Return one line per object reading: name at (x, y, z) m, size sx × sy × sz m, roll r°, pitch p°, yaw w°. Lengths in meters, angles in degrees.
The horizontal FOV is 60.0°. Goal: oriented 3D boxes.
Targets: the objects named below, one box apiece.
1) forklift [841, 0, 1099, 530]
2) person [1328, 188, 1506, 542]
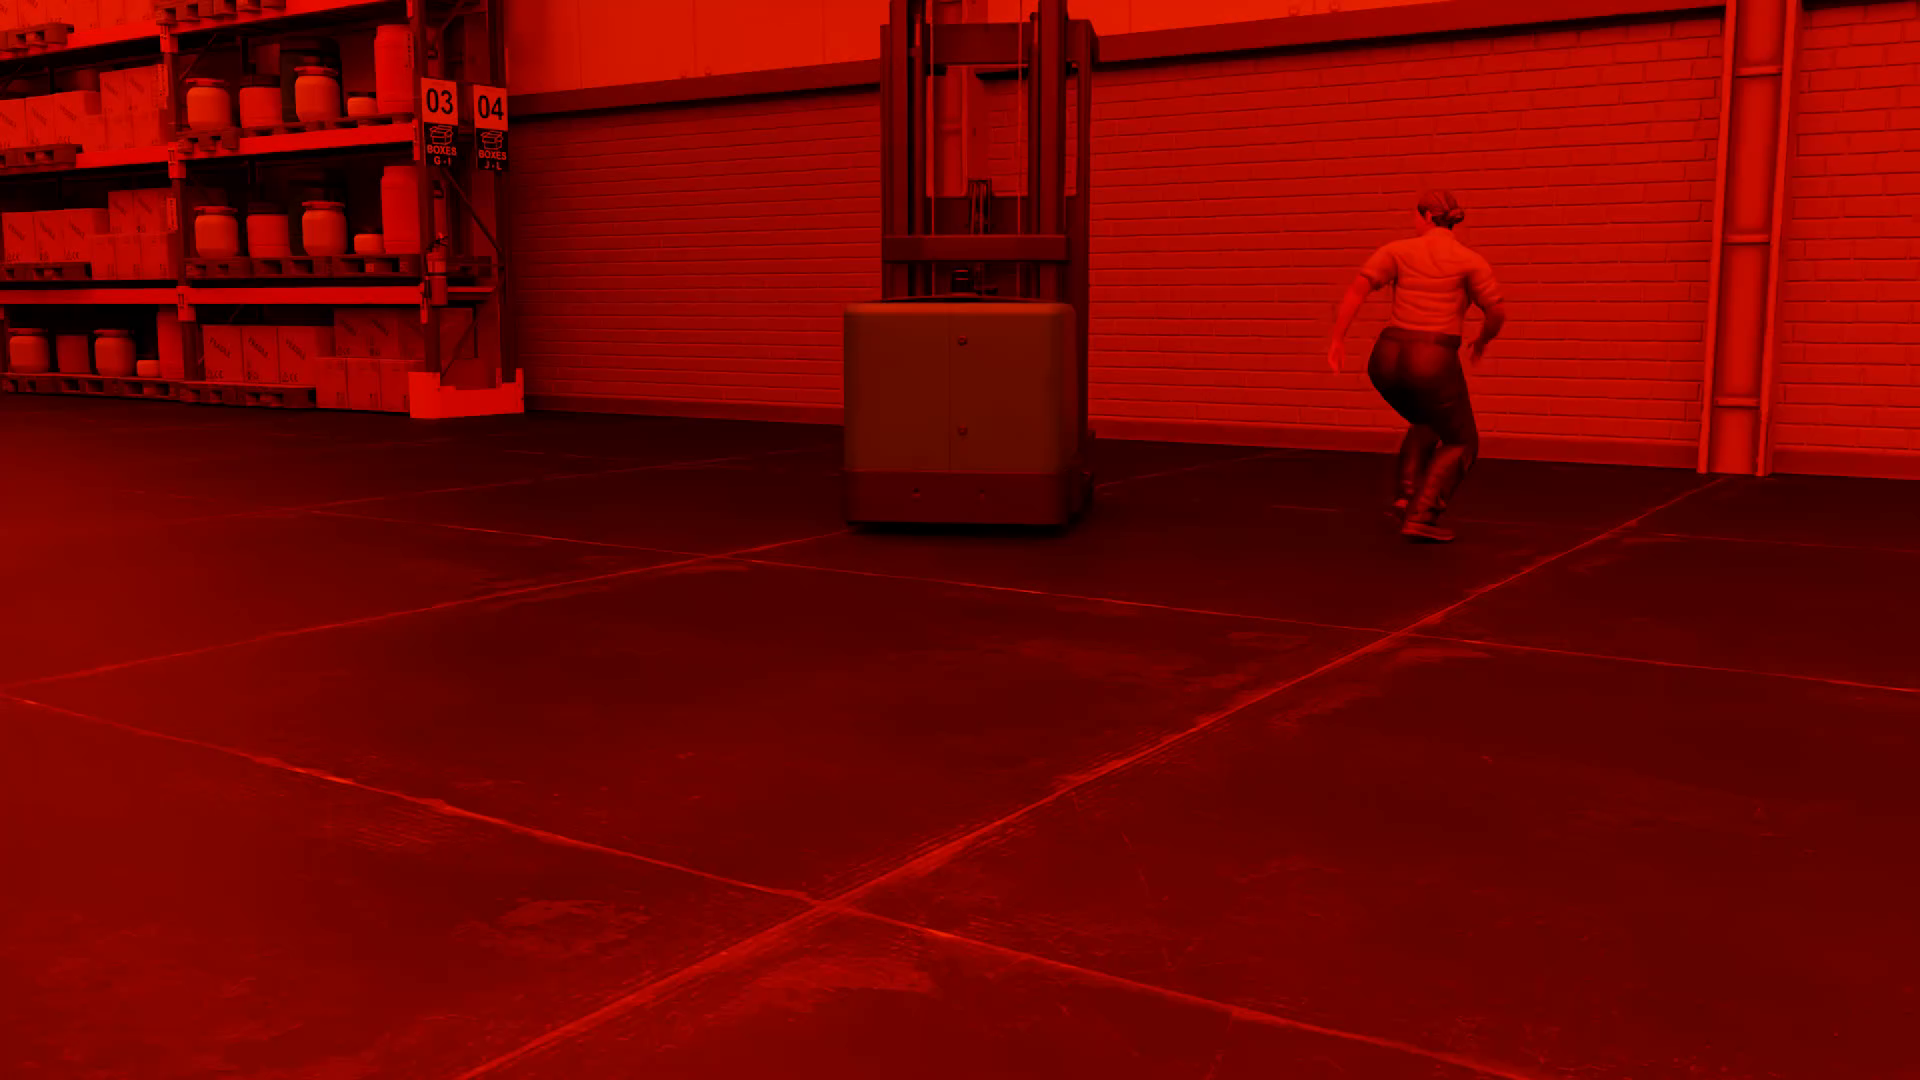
forklift at (0.167, -1.668, 8.921) m, size 1.130 × 2.935 × 3.031 m, roll 1°, pitch 8°, yaw 8°
person at (2.112, -0.764, 7.545) m, size 0.713 × 1.633 × 0.610 m, roll -7°, pitch 11°, yaw -41°
